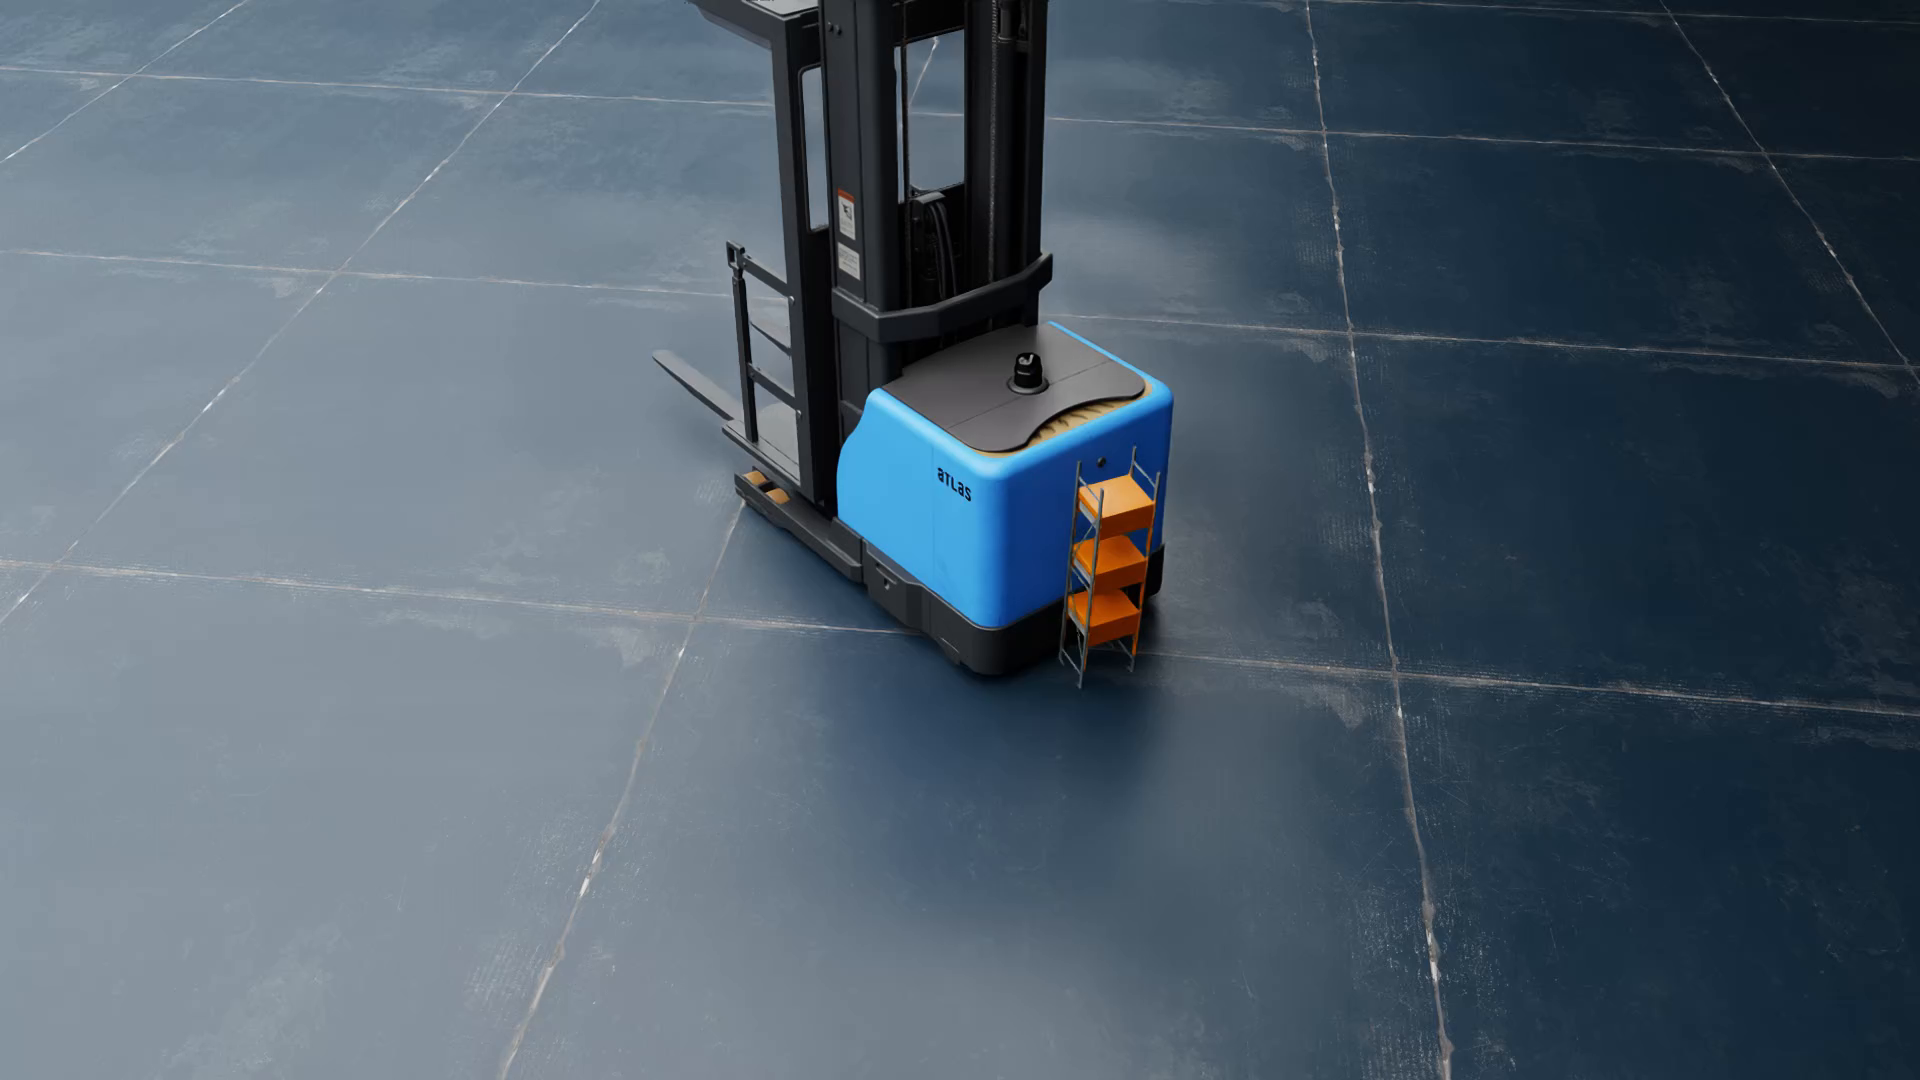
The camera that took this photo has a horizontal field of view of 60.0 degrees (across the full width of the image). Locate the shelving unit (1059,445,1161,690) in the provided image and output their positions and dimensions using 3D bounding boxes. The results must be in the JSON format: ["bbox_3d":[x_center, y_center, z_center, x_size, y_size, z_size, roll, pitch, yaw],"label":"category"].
[{"bbox_3d":[0.589,0.126,6.656,0.252,1.050,0.215,-15,43,-20],"label":"shelving unit"}]

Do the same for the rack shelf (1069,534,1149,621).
[{"bbox_3d":[0.588,0.134,6.663,0.240,0.259,0.215,-15,43,-20],"label":"rack shelf"}]

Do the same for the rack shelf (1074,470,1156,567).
[{"bbox_3d":[0.597,-0.084,6.482,0.240,0.259,0.215,-15,43,-20],"label":"rack shelf"}]

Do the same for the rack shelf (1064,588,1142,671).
[{"bbox_3d":[0.579,0.348,6.840,0.240,0.259,0.215,-15,43,-20],"label":"rack shelf"}]

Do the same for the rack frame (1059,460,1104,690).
[{"bbox_3d":[0.478,0.156,6.614,0.008,1.050,0.200,-15,43,-20],"label":"rack frame"}]

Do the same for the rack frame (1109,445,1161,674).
[{"bbox_3d":[0.699,0.096,6.698,0.008,1.050,0.200,-15,43,-20],"label":"rack frame"}]

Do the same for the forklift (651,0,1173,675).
[{"bbox_3d":[-0.421,-1.430,7.230,1.130,2.935,3.031,-25,42,-30],"label":"forklift"}]
